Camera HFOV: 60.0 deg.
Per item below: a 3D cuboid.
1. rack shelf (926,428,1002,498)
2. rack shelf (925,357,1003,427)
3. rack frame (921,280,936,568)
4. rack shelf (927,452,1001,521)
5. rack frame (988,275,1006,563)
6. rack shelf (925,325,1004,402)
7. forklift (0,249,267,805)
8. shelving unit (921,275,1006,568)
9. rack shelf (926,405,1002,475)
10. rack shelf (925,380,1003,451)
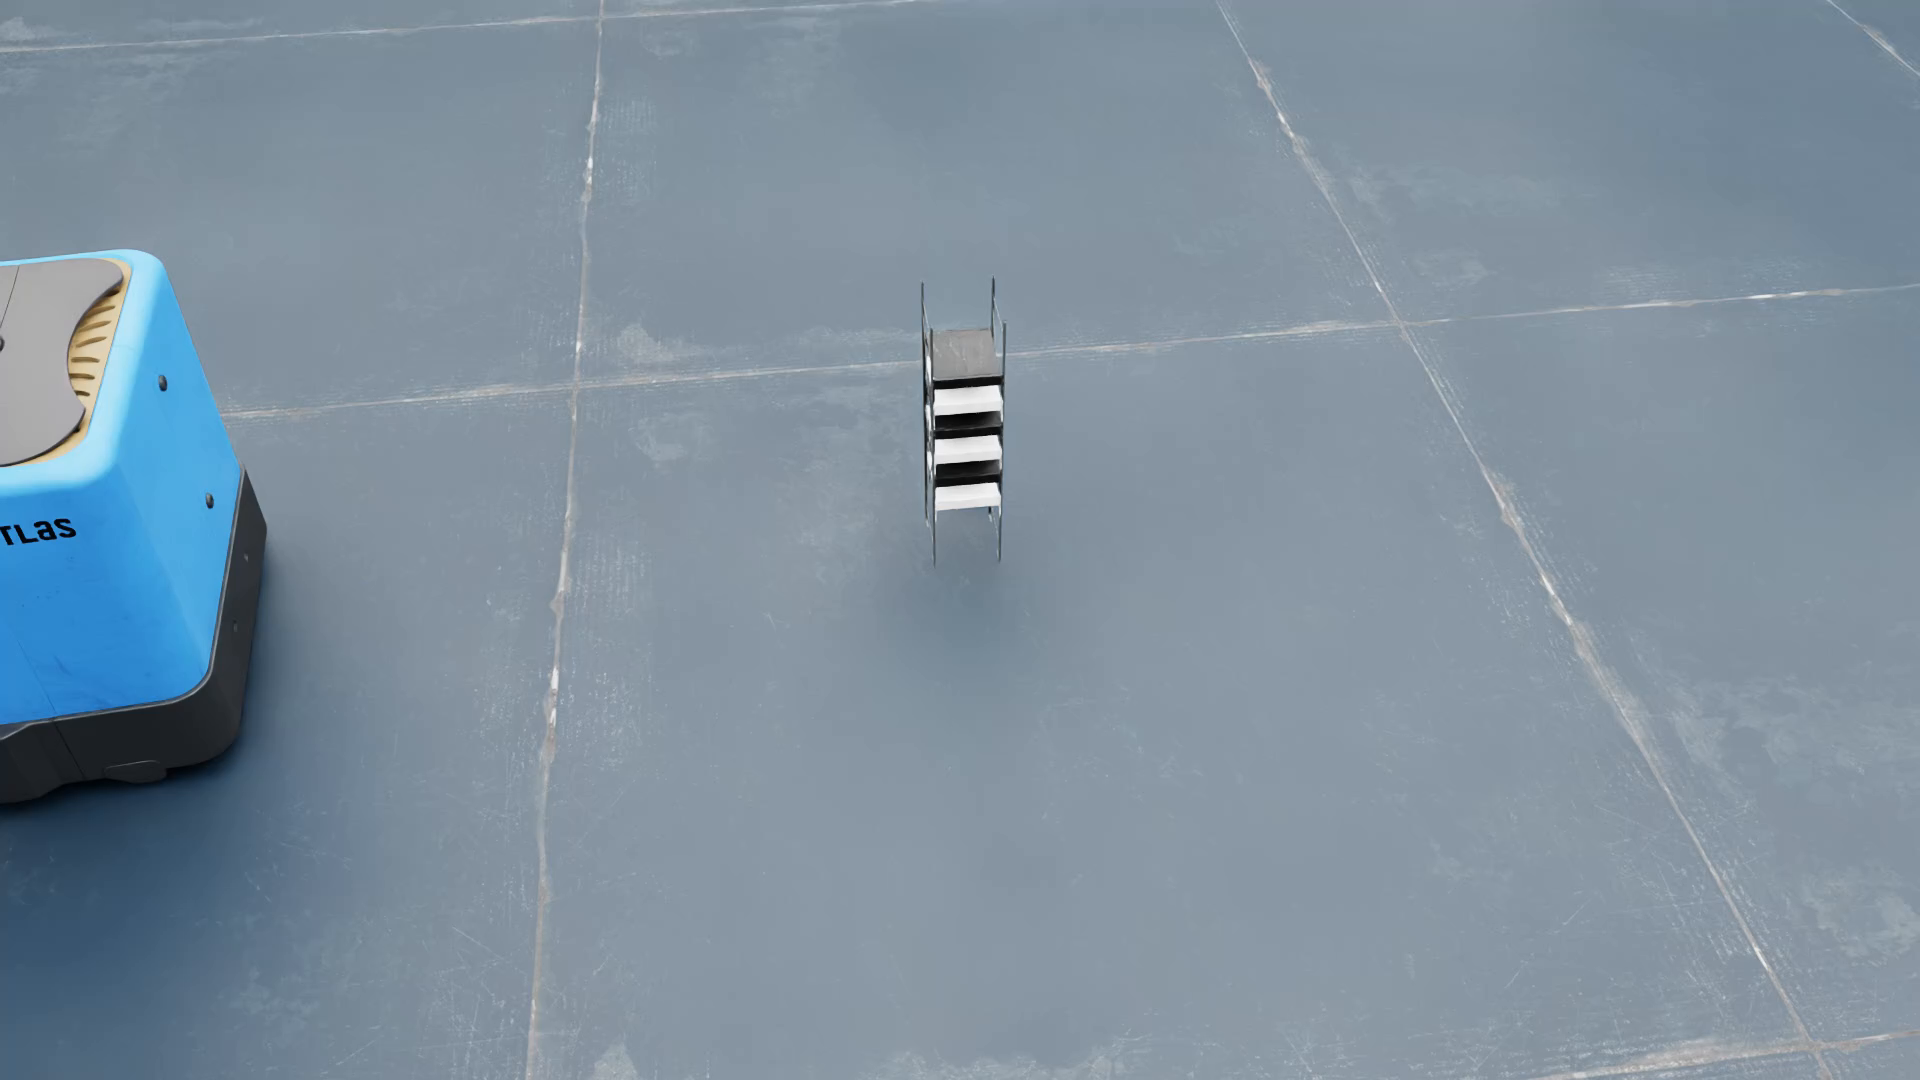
[{"bbox_3d":[0.008,-0.243,5.032,0.200,0.077,0.258,-5,42,-6],"label":"rack shelf"},{"bbox_3d":[0.008,-0.444,4.851,0.200,0.077,0.258,-5,42,-6],"label":"rack shelf"},{"bbox_3d":[-0.093,-0.326,4.940,0.006,0.900,0.240,-5,42,-6],"label":"rack frame"},{"bbox_3d":[0.008,-0.176,5.092,0.200,0.077,0.258,-5,42,-6],"label":"rack shelf"},{"bbox_3d":[0.109,-0.344,4.959,0.006,0.900,0.240,-5,42,-6],"label":"rack frame"},{"bbox_3d":[0.008,-0.511,4.791,0.200,0.077,0.258,-5,42,-6],"label":"rack shelf"},{"bbox_3d":[-3.549,-0.576,3.700,3.031,2.935,1.130,-8,43,-9],"label":"forklift"},{"bbox_3d":[0.008,-0.335,4.949,0.210,0.900,0.258,-5,42,-6],"label":"shelving unit"},{"bbox_3d":[0.008,-0.310,4.972,0.200,0.077,0.258,-5,42,-6],"label":"rack shelf"},{"bbox_3d":[0.008,-0.377,4.911,0.200,0.077,0.258,-5,42,-6],"label":"rack shelf"}]
